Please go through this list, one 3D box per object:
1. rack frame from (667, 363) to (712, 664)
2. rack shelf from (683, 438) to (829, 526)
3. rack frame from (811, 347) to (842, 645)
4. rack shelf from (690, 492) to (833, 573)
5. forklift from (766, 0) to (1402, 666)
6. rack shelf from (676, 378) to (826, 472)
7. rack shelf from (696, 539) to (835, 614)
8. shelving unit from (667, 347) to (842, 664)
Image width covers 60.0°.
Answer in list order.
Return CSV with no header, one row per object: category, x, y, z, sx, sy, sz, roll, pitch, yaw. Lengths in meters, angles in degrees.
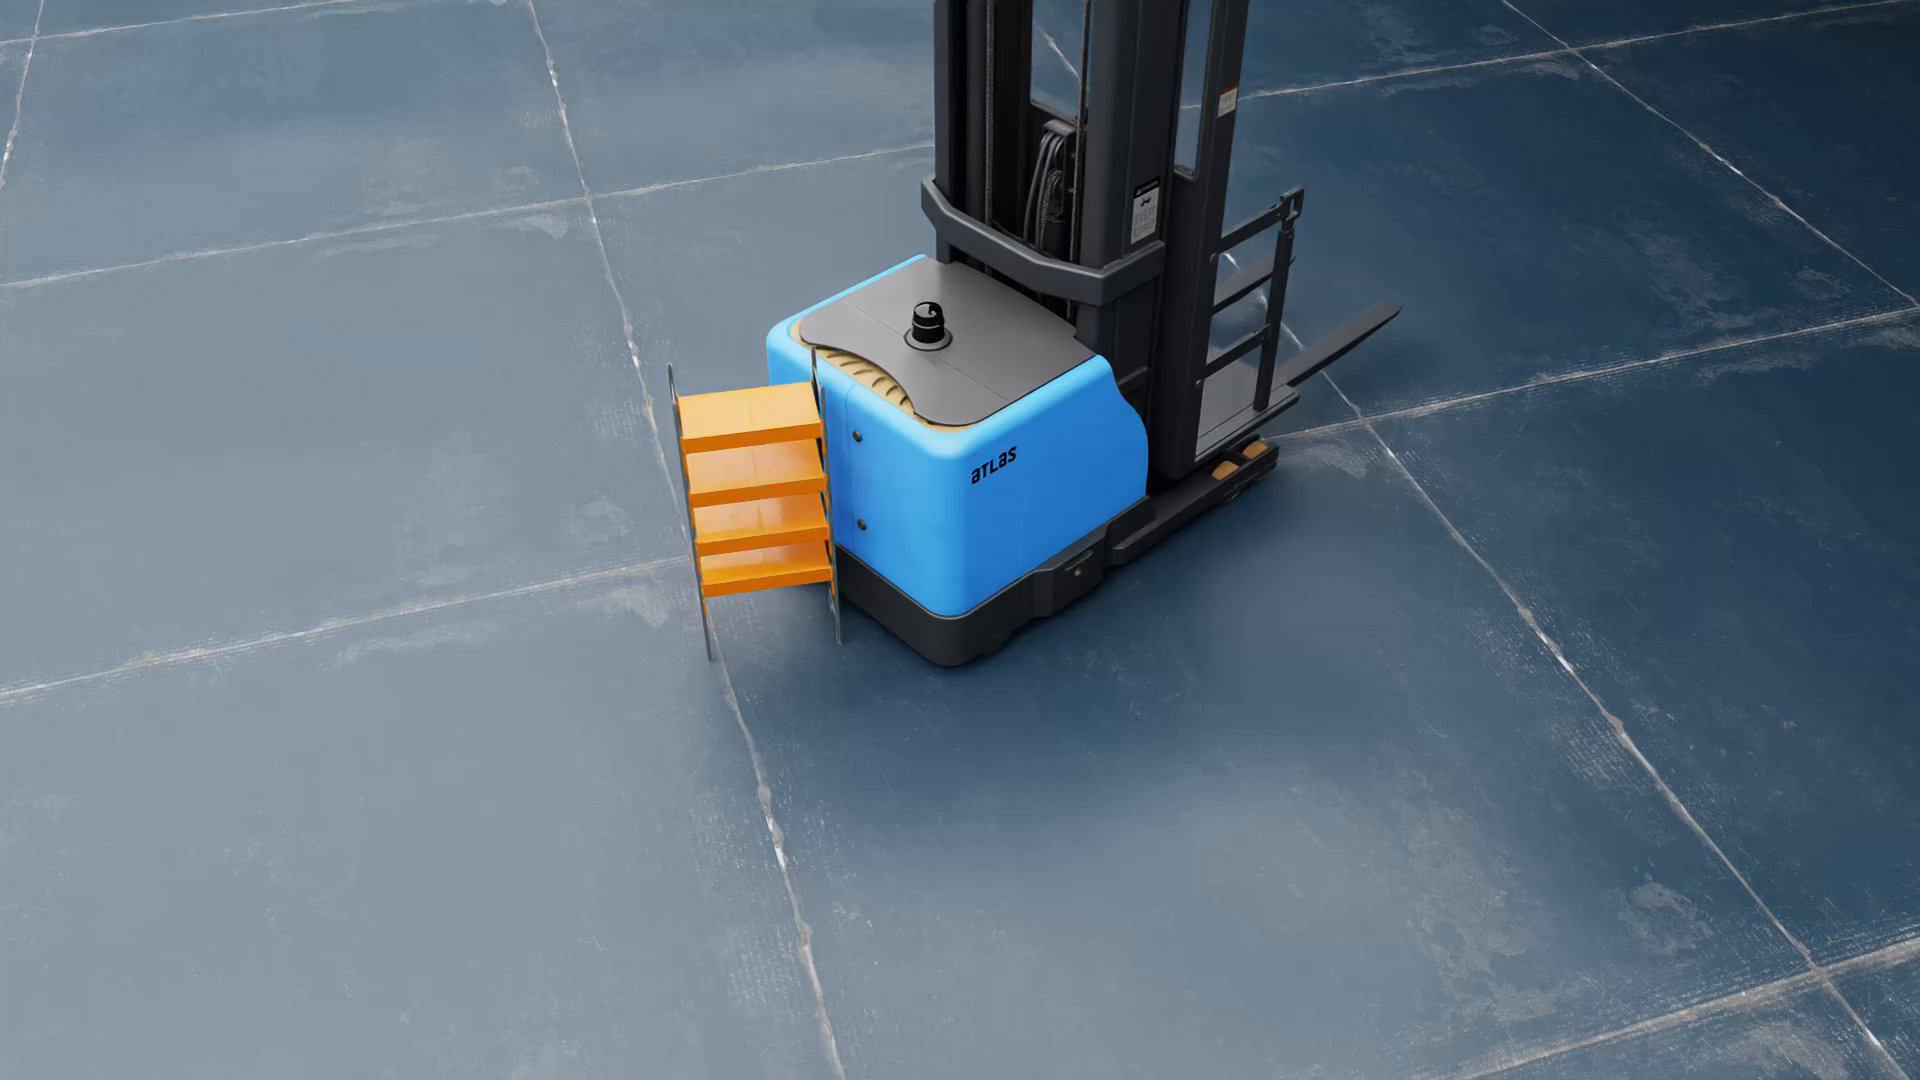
rack frame,-0.957,-0.067,5.914,0.015,1.200,0.240,-8,42,-9
rack shelf,-0.718,-0.217,5.848,0.480,0.148,0.258,-8,42,-9
rack frame,-0.479,-0.131,5.988,0.015,1.200,0.240,-8,42,-9
rack shelf,-0.718,-0.048,5.996,0.480,0.148,0.258,-8,42,-9
forklift,0.702,-1.490,6.228,3.031,2.935,1.130,-32,50,-31
rack shelf,-0.718,-0.395,5.693,0.480,0.148,0.258,-8,42,-9
rack shelf,-0.718,0.101,6.126,0.480,0.148,0.258,-8,42,-9
shelving unit,-0.718,-0.099,5.951,0.503,1.200,0.258,-8,42,-9
